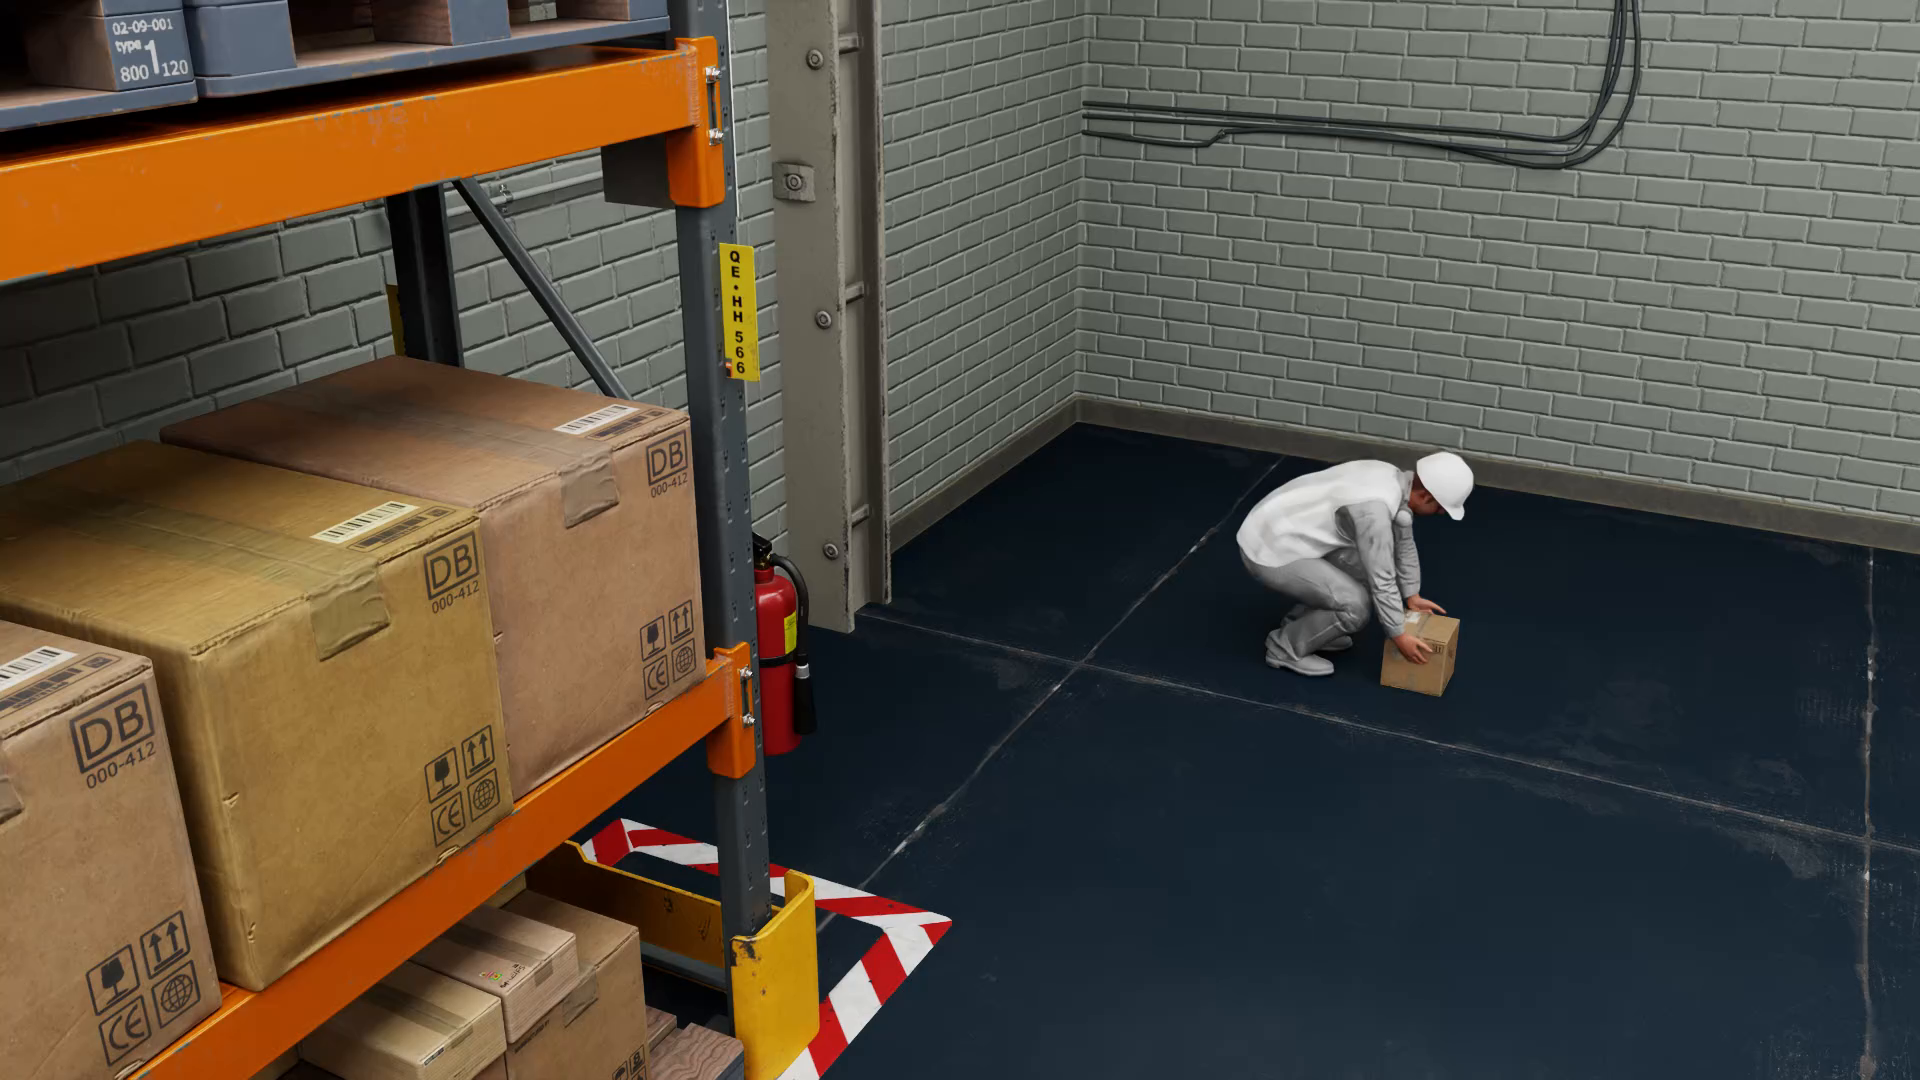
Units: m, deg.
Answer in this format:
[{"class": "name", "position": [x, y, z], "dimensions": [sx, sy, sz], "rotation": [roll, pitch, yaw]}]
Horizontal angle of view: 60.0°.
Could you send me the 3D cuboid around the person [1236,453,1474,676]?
[{"class": "person", "position": [1.627, 0.062, 6.944], "dimensions": [0.905, 0.984, 0.541], "rotation": [11, 25, 25]}]
